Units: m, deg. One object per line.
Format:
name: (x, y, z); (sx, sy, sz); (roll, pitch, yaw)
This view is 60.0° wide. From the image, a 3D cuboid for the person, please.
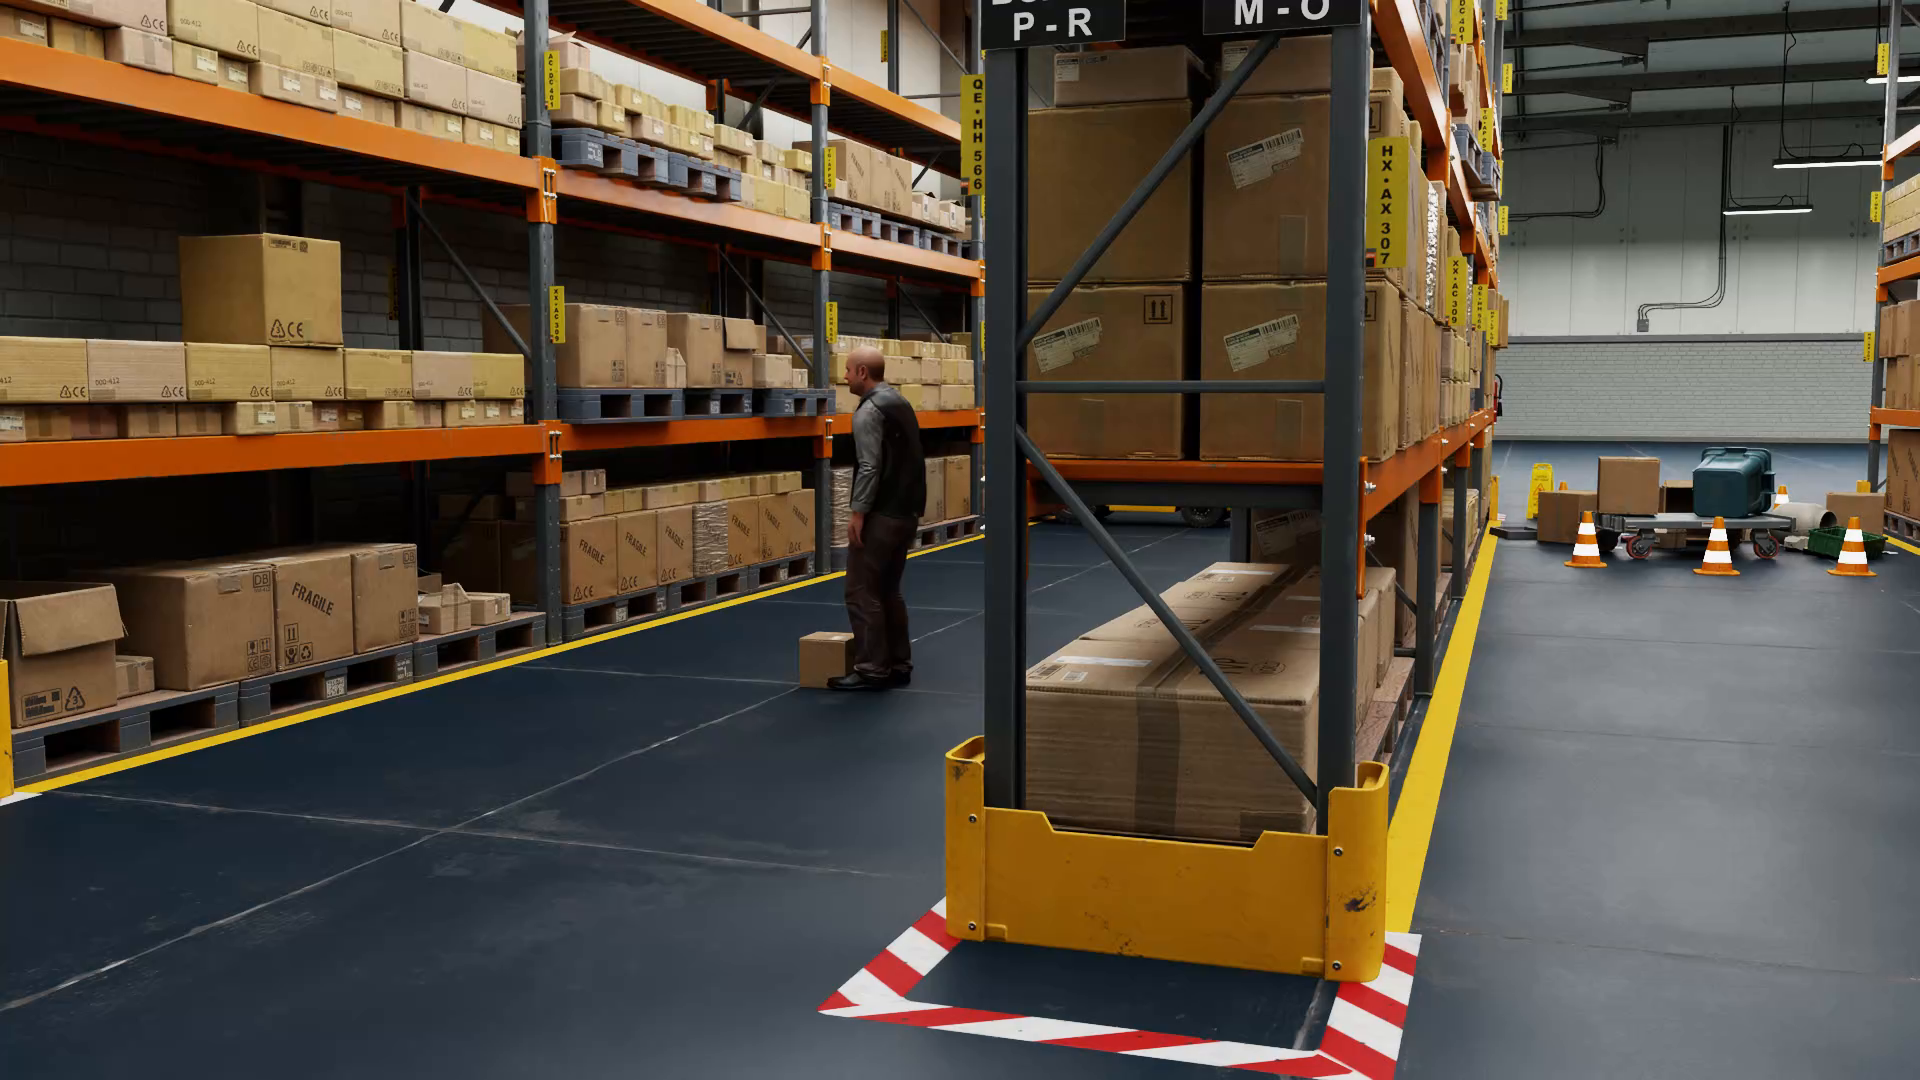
person: (-0.408, -0.111, 8.358); (0.467, 1.720, 0.579); (2, 5, 19)
